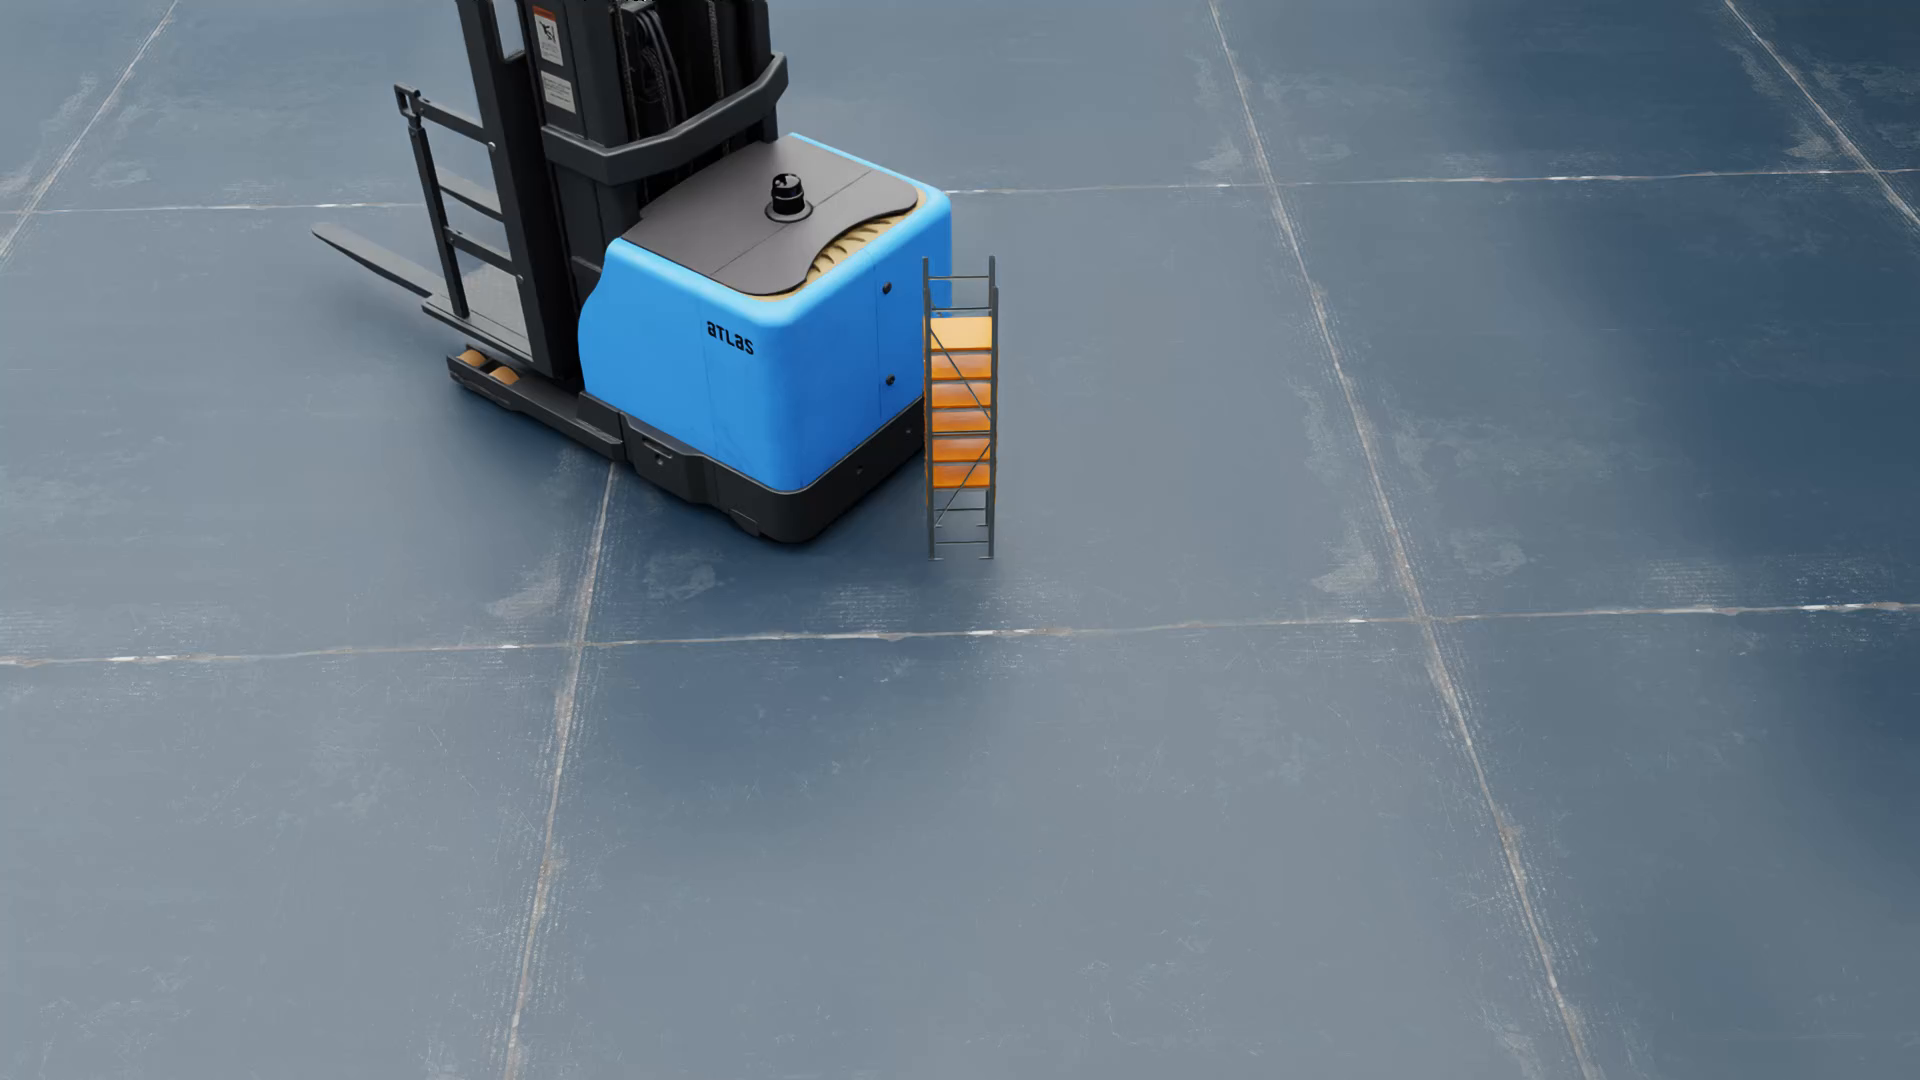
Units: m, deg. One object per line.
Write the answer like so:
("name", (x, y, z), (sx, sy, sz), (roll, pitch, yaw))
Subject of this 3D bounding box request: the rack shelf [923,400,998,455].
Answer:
("rack shelf", (0.001, -0.400, 5.864), (0.258, 0.103, 0.180), (-2, 43, -2))

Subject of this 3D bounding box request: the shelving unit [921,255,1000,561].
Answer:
("shelving unit", (0.001, -0.433, 5.834), (0.258, 1.200, 0.189), (-2, 43, -2))

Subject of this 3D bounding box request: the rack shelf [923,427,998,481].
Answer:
("rack shelf", (0.001, -0.311, 5.945), (0.258, 0.103, 0.180), (-2, 43, -2))

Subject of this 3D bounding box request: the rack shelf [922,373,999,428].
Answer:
("rack shelf", (0.001, -0.488, 5.783), (0.258, 0.103, 0.180), (-2, 43, -2))

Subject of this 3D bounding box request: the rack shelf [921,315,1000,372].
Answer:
("rack shelf", (0.001, -0.665, 5.621), (0.258, 0.103, 0.180), (-2, 43, -2))

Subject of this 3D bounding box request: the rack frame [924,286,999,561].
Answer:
("rack frame", (0.005, -0.371, 5.767), (0.240, 1.200, 0.006), (-2, 43, -2))

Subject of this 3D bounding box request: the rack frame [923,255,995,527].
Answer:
("rack frame", (-0.003, -0.494, 5.901), (0.240, 1.200, 0.006), (-2, 43, -2))

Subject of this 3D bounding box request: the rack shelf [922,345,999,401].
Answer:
("rack shelf", (0.001, -0.577, 5.702), (0.258, 0.103, 0.180), (-2, 43, -2))

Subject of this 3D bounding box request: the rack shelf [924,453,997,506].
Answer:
("rack shelf", (0.001, -0.223, 6.026), (0.258, 0.103, 0.180), (-2, 43, -2))

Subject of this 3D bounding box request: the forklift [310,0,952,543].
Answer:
("forklift", (-1.500, -1.884, 6.136), (3.031, 2.935, 1.130), (27, 49, 26))
